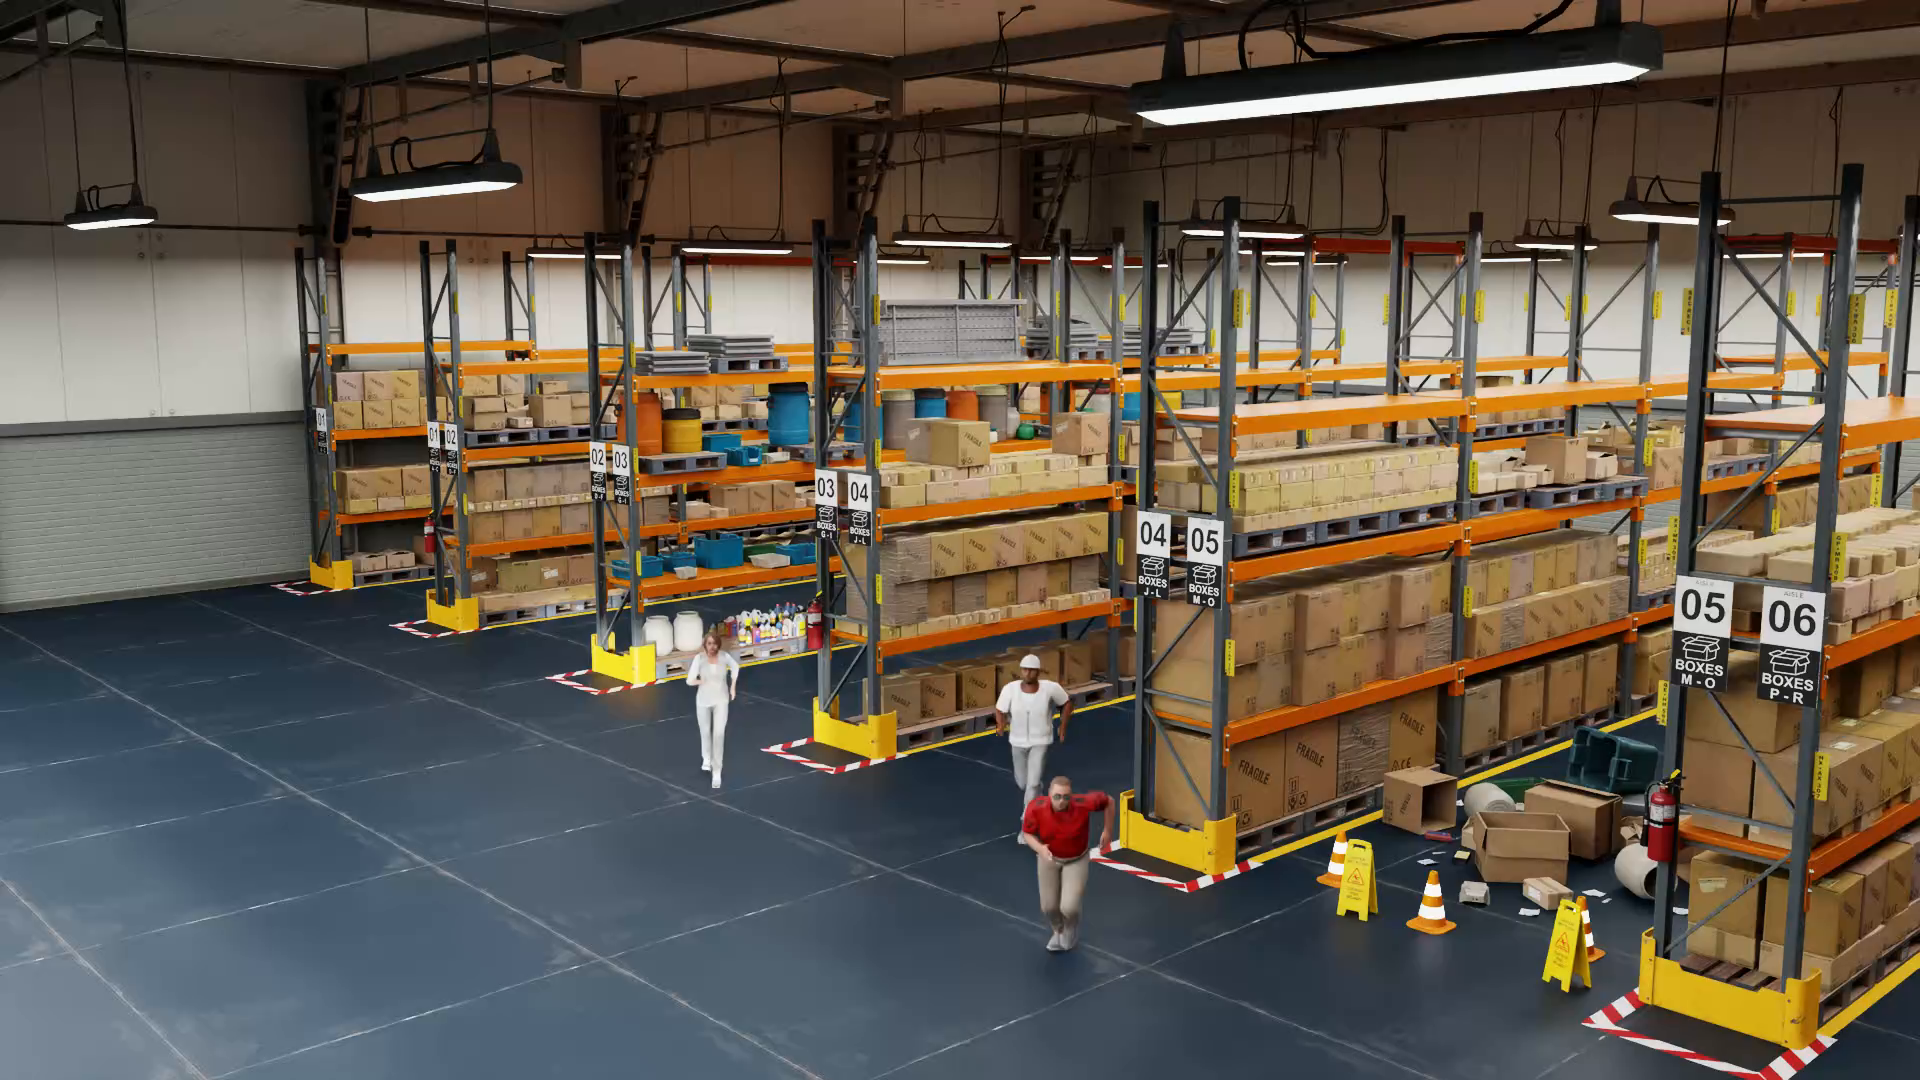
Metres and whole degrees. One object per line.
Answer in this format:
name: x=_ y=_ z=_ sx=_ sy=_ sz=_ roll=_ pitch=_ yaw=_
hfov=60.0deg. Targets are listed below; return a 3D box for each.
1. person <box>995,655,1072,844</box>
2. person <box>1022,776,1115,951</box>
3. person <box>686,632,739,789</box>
person: x=0.698 y=1.969 z=16.111 sx=0.722 sy=1.776 sz=0.922 roll=2 pitch=9 yaw=13
person: x=0.840 y=2.520 z=12.884 sx=0.700 sy=1.559 sz=0.925 roll=1 pitch=8 yaw=8
person: x=-2.637 y=1.771 z=17.754 sx=0.523 sy=1.633 sz=0.786 roll=0 pitch=8 yaw=-2
